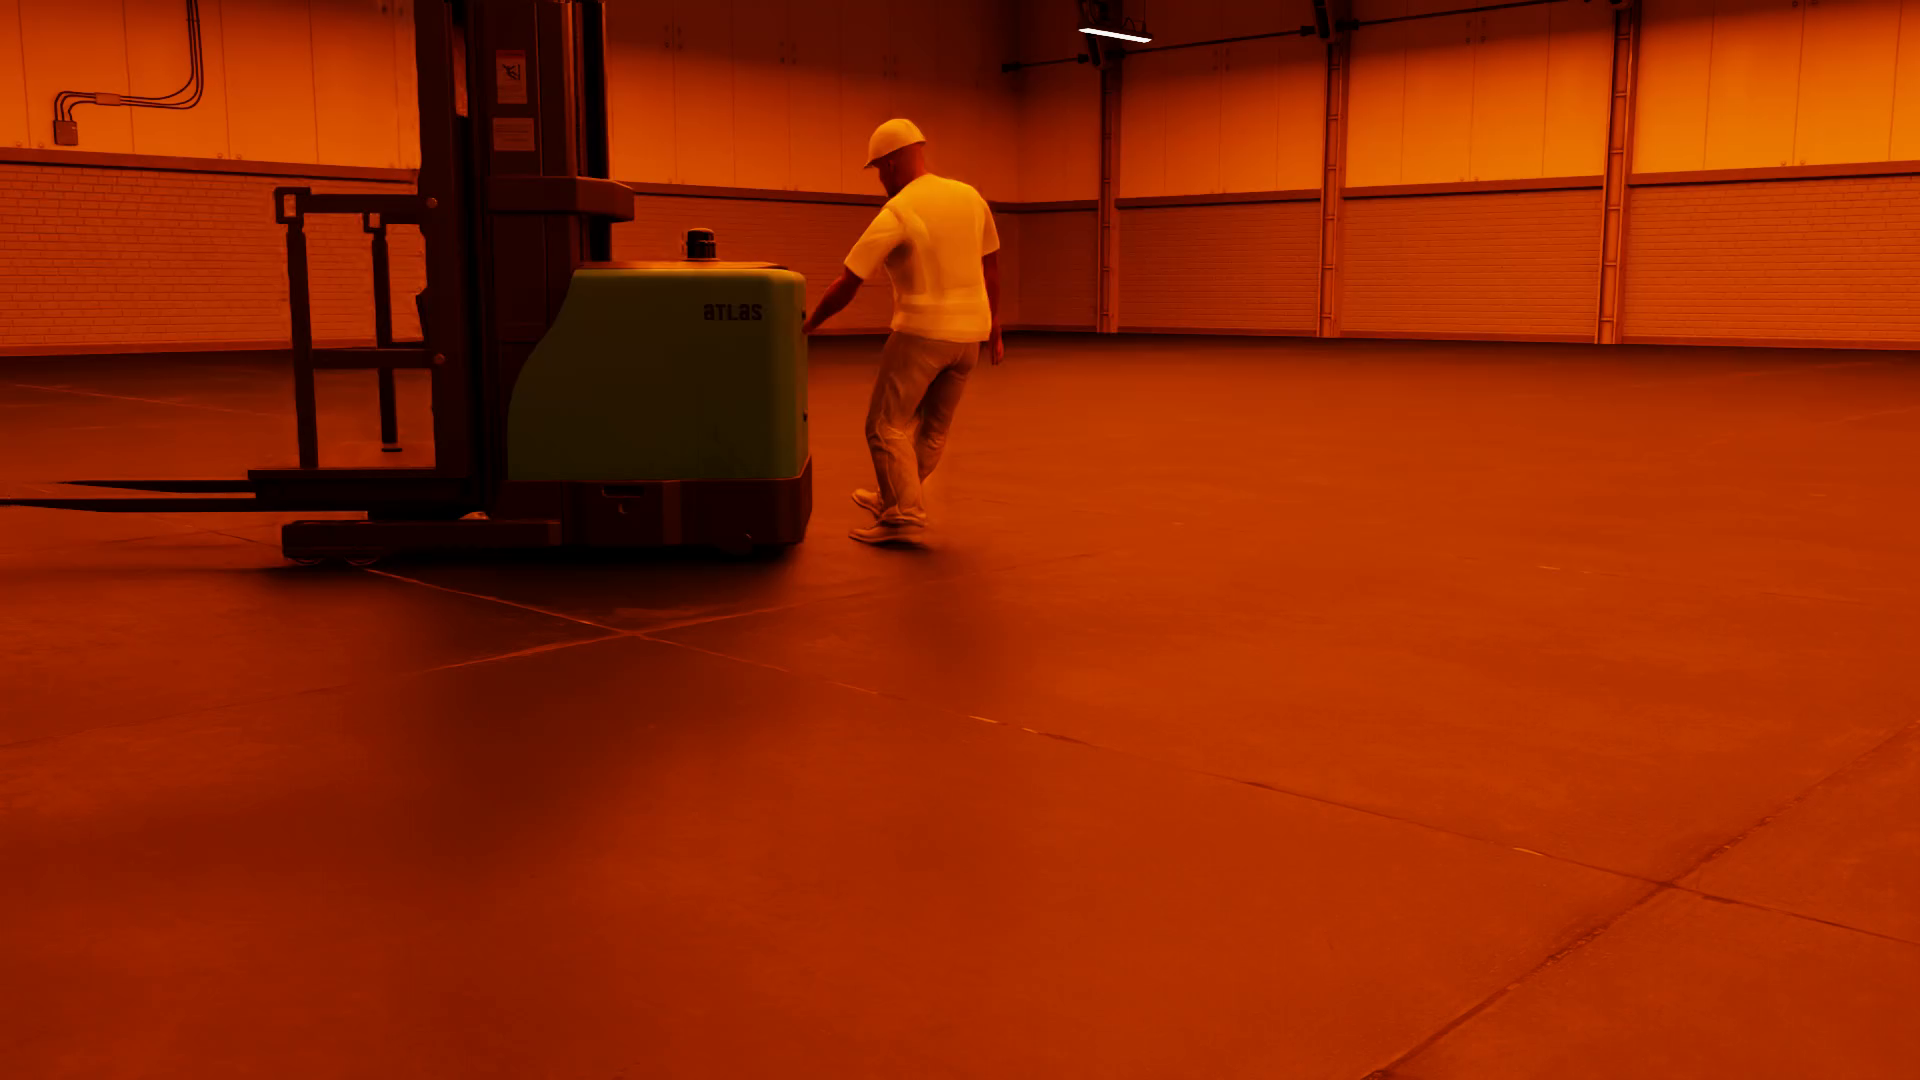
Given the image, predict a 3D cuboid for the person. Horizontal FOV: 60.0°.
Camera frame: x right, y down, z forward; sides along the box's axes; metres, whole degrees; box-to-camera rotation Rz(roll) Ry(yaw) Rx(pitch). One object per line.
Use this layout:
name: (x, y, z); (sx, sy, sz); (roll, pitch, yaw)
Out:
person: (-0.267, -0.853, 6.803); (0.835, 1.670, 0.880); (-8, 12, -44)

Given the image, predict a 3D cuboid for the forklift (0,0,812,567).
forklift: (-2.125, -1.433, 6.390); (3.031, 2.935, 1.130); (0, 9, -2)
